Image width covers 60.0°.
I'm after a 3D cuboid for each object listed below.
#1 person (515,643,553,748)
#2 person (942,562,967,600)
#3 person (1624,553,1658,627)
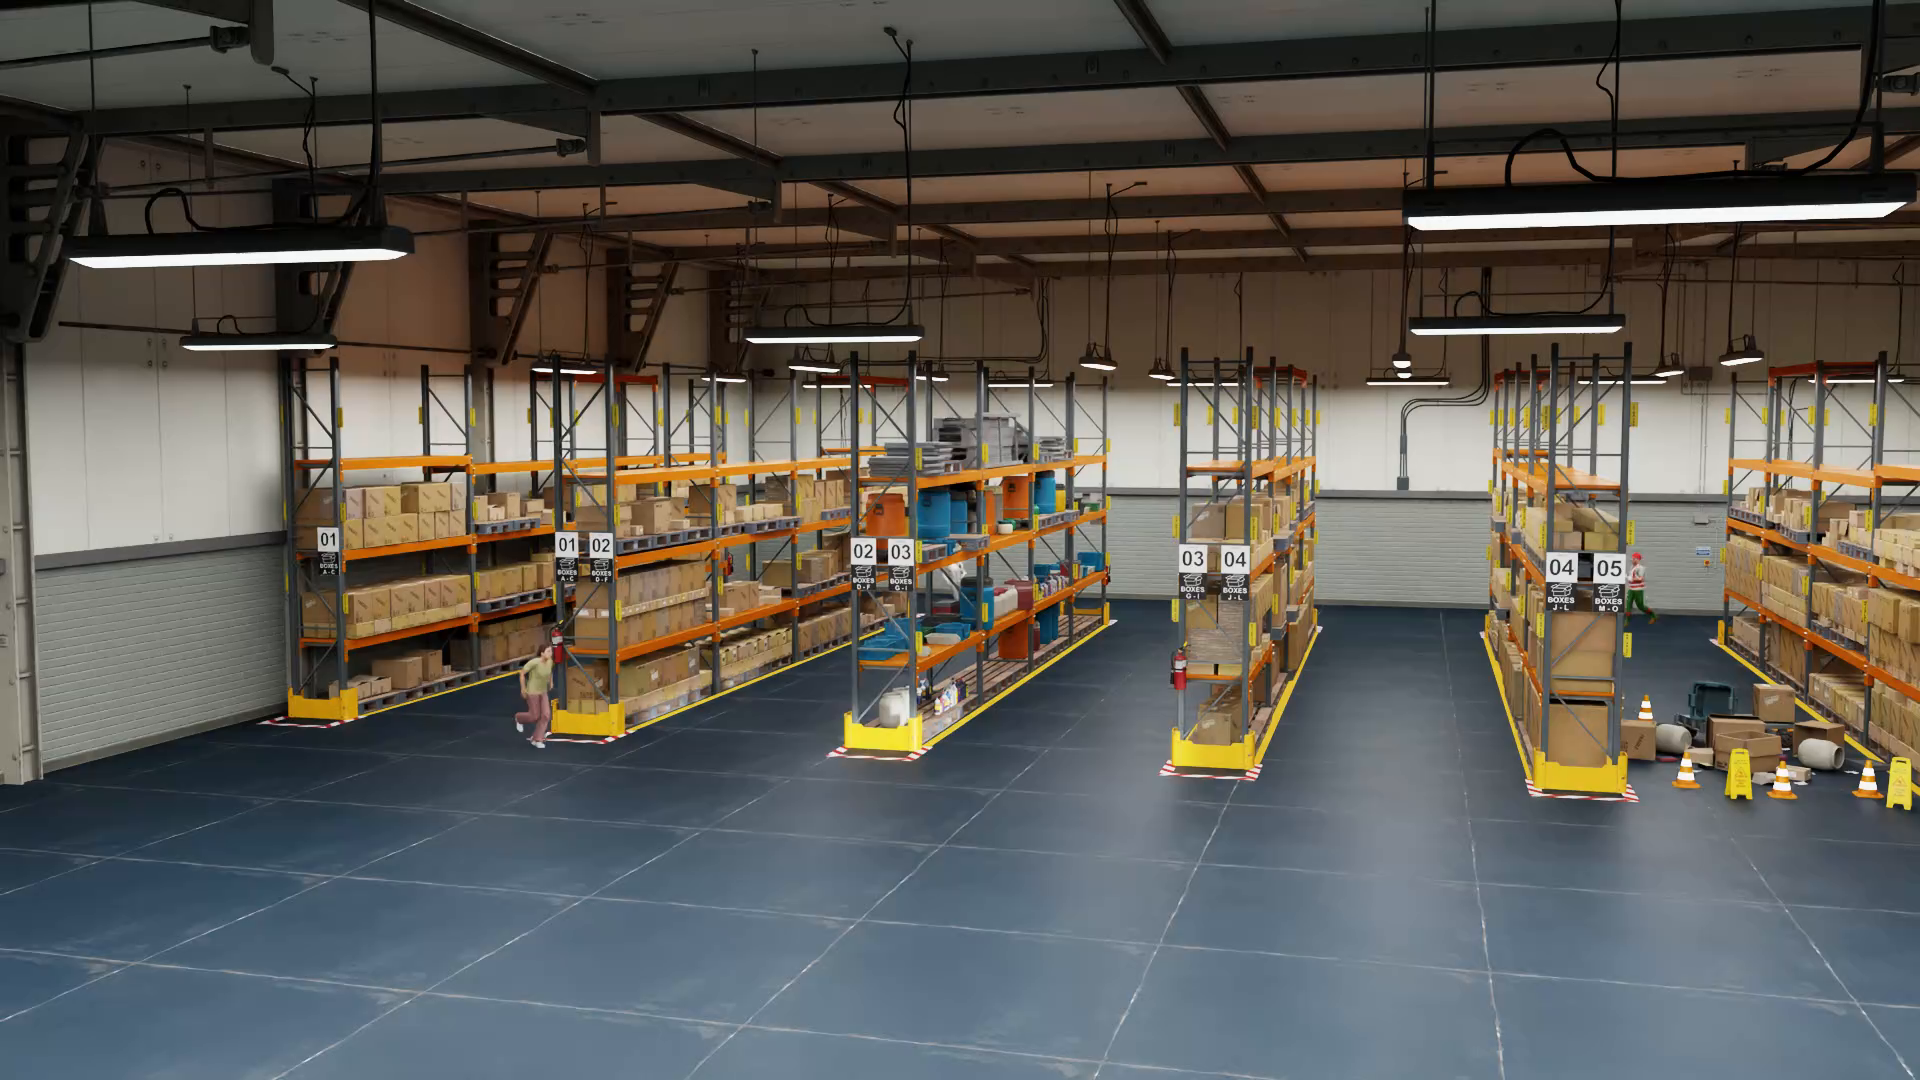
[{"bbox_3d":[-6.523,2.359,25.446,0.794,1.611,0.583,3,5,32],"label":"person"},{"bbox_3d":[-0.126,1.110,41.934,0.610,1.659,0.769,-1,4,-14],"label":"person"},{"bbox_3d":[16.069,1.184,39.441,0.991,1.769,0.663,0,4,-5],"label":"person"}]
